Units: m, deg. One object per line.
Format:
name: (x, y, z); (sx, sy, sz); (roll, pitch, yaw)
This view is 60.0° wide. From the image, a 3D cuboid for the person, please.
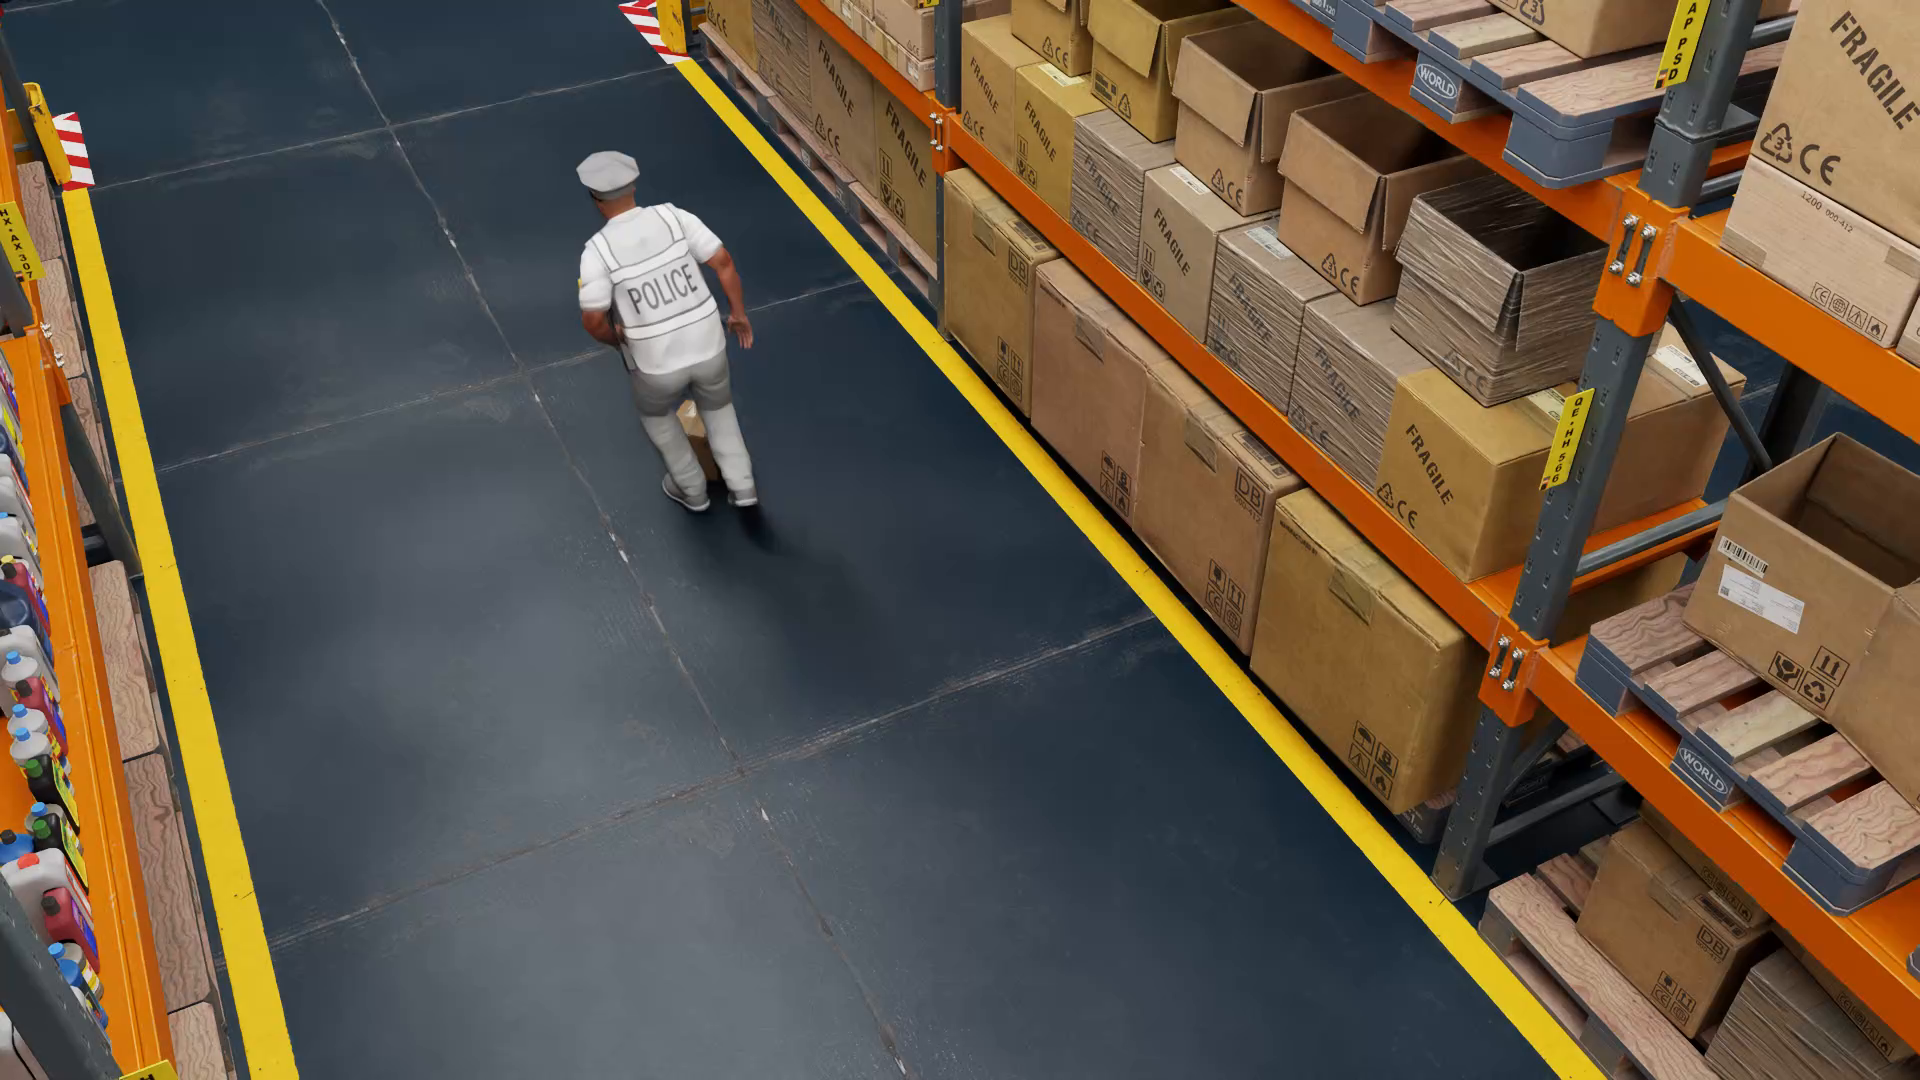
person: (-1.232, -0.802, 7.174); (0.712, 1.630, 0.791); (-22, 46, -23)
